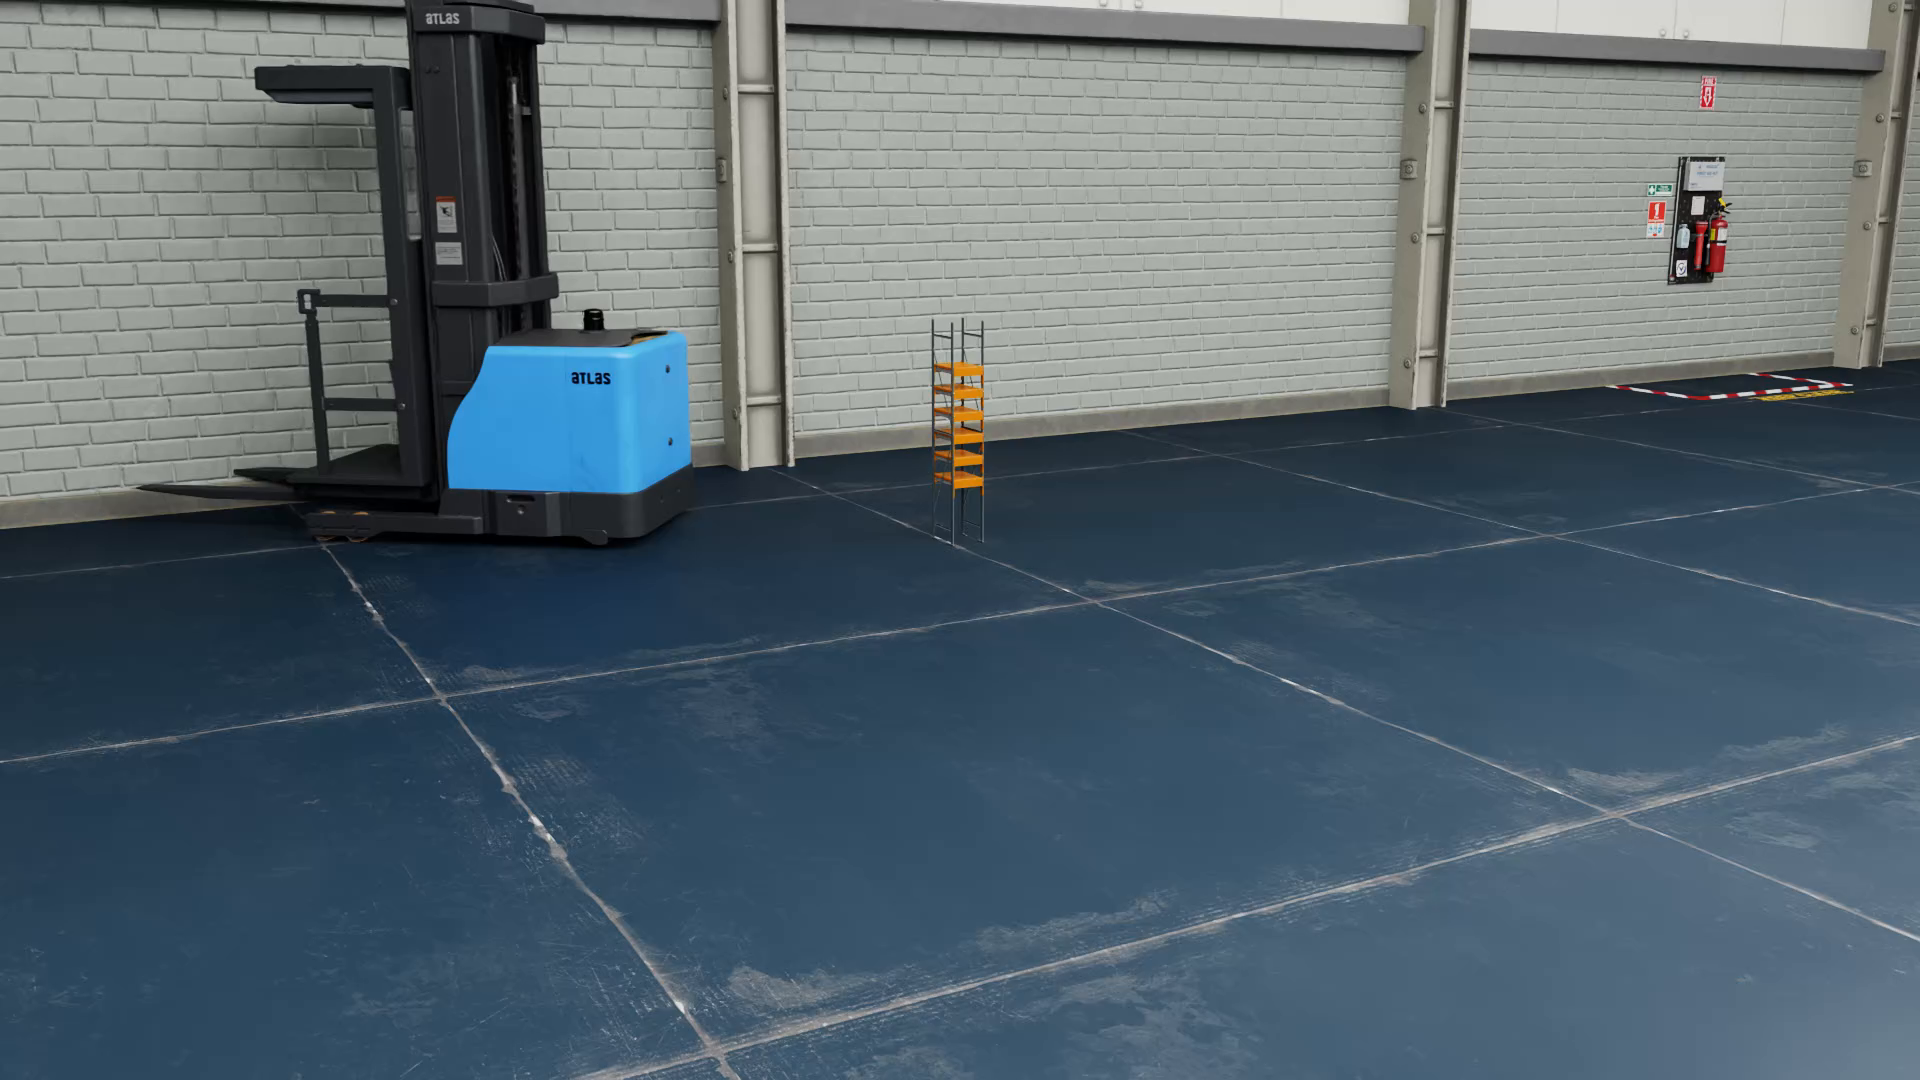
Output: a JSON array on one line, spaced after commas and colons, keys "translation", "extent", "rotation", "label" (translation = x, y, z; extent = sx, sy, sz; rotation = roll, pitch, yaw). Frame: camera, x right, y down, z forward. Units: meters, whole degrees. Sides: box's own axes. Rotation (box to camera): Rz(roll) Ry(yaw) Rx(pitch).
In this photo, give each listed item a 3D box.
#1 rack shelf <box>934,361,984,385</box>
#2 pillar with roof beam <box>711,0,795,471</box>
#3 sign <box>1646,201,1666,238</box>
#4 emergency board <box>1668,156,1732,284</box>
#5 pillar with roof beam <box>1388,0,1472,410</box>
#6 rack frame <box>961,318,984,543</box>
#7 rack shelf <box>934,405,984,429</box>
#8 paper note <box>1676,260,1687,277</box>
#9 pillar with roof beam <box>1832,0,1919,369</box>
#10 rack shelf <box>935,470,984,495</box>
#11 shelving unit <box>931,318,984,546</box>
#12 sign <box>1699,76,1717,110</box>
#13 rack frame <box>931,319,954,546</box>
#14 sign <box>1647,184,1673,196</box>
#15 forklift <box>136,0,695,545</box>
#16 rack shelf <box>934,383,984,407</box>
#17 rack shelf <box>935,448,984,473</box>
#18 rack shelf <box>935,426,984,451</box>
[{"translation": [-0.013, -0.892, 8.901], "extent": [0.180, 0.103, 0.258], "rotation": [-7, 14, -28], "label": "rack shelf"}, {"translation": [0.692, -4.075, 6.722], "extent": [0.400, 9.000, 9.100], "rotation": [-7, 14, -28], "label": "pillar with roof beam"}, {"translation": [6.440, -2.967, 15.380], "extent": [0.234, 0.329, 0.001], "rotation": [-7, 14, -28], "label": "sign"}, {"translation": [6.975, -2.988, 15.554], "extent": [0.643, 1.169, 0.194], "rotation": [-7, 14, -28], "label": "emergency board"}, {"translation": [5.958, -4.706, 9.526], "extent": [0.400, 9.000, 9.100], "rotation": [-7, 14, -28], "label": "pillar with roof beam"}, {"translation": [0.068, -0.593, 9.013], "extent": [0.006, 1.200, 0.240], "rotation": [-7, 14, -28], "label": "rack frame"}, {"translation": [-0.013, -0.658, 8.954], "extent": [0.180, 0.103, 0.258], "rotation": [-7, 14, -28], "label": "rack shelf"}, {"translation": [6.786, -2.553, 15.627], "extent": [0.142, 0.148, 0.016], "rotation": [-7, 14, -28], "label": "paper note"}, {"translation": [11.225, -5.338, 12.331], "extent": [0.400, 9.000, 9.100], "rotation": [-7, 14, -28], "label": "pillar with roof beam"}, {"translation": [-0.013, -0.306, 9.033], "extent": [0.180, 0.103, 0.258], "rotation": [-7, 14, -28], "label": "rack shelf"}, {"translation": [-0.013, -0.584, 8.971], "extent": [0.189, 1.200, 0.258], "rotation": [-7, 14, -28], "label": "shelving unit"}, {"translation": [6.920, -4.137, 15.381], "extent": [0.199, 0.298, 0.001], "rotation": [-7, 14, -28], "label": "sign"}, {"translation": [-0.093, -0.574, 8.928], "extent": [0.006, 1.200, 0.240], "rotation": [-7, 14, -28], "label": "rack frame"}, {"translation": [6.448, -3.224, 15.316], "extent": [0.331, 0.109, 0.001], "rotation": [-7, 14, -28], "label": "sign"}, {"translation": [-3.115, -1.529, 9.228], "extent": [3.031, 2.935, 1.130], "rotation": [2, 13, 8], "label": "forklift"}, {"translation": [-0.013, -0.775, 8.928], "extent": [0.180, 0.103, 0.258], "rotation": [-7, 14, -28], "label": "rack shelf"}, {"translation": [-0.013, -0.423, 9.007], "extent": [0.180, 0.103, 0.258], "rotation": [-7, 14, -28], "label": "rack shelf"}, {"translation": [-0.013, -0.540, 8.980], "extent": [0.180, 0.103, 0.258], "rotation": [-7, 14, -28], "label": "rack shelf"}]
